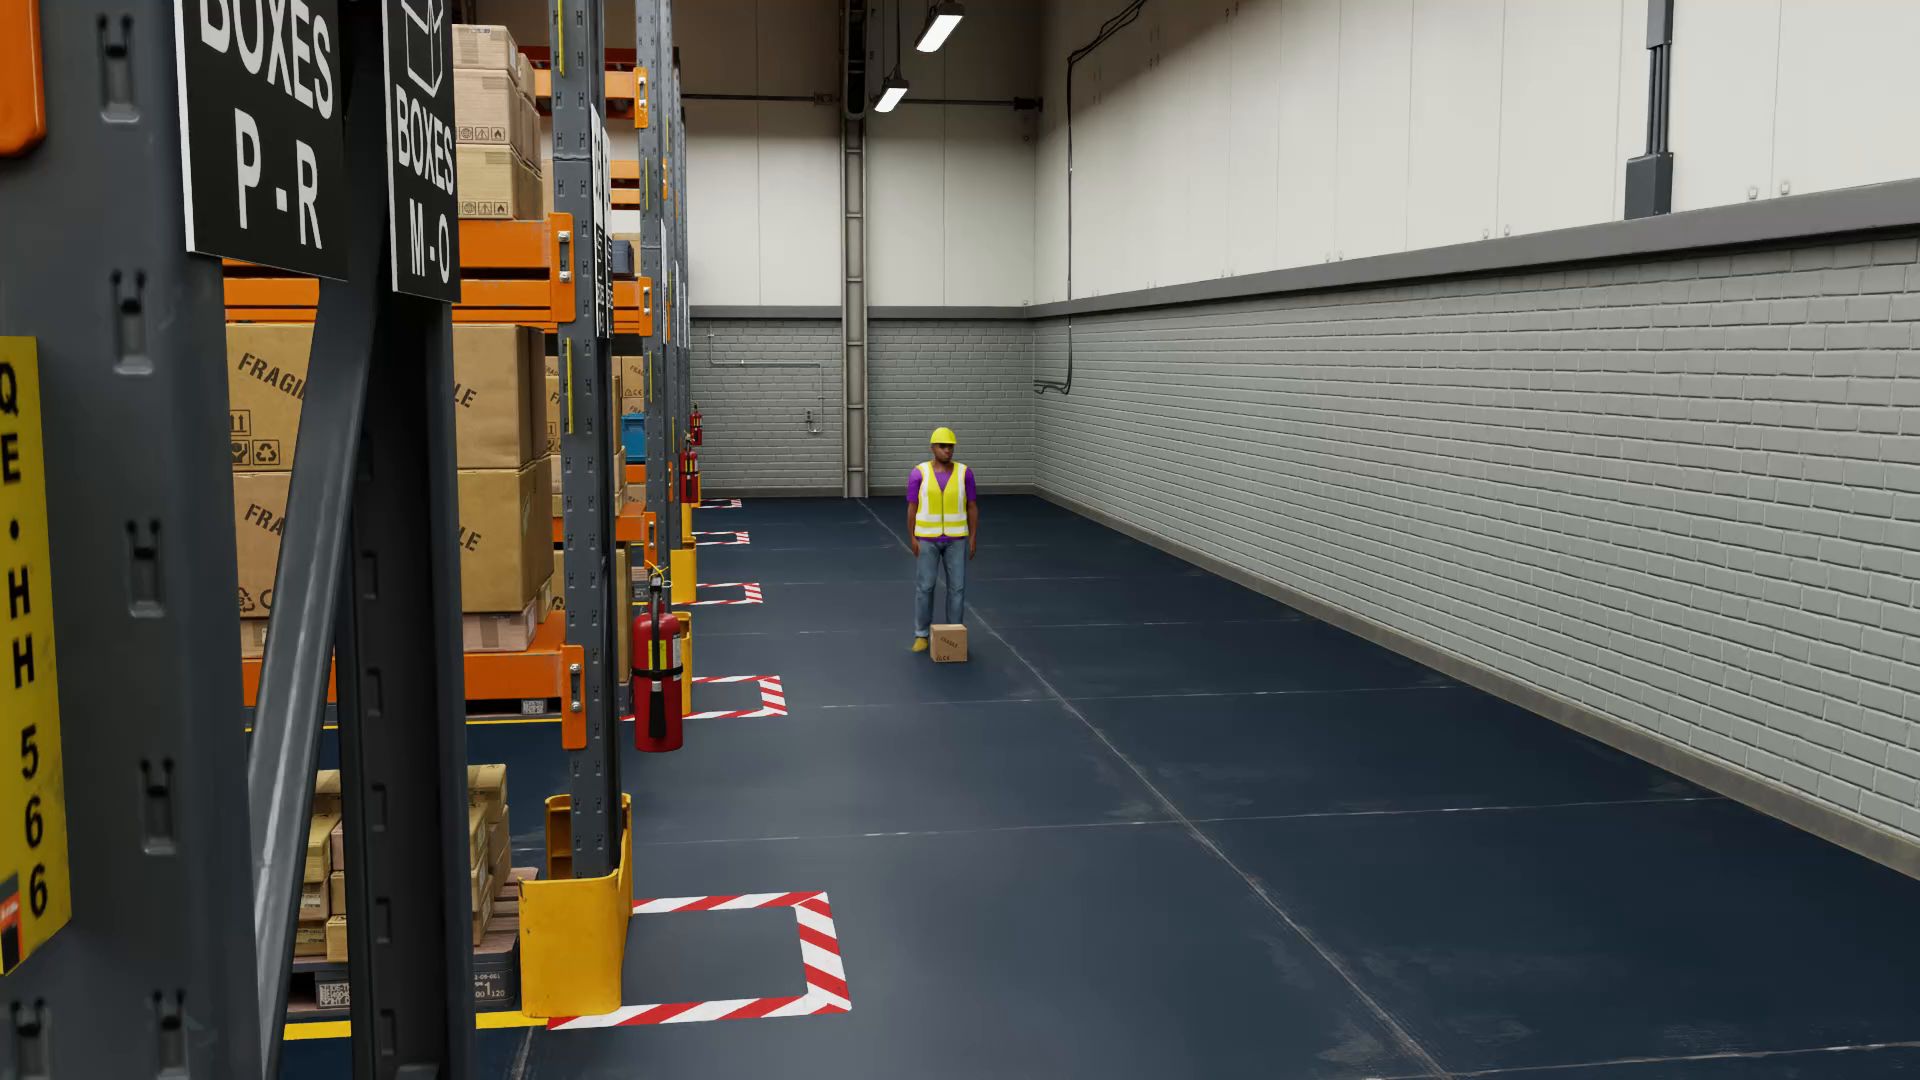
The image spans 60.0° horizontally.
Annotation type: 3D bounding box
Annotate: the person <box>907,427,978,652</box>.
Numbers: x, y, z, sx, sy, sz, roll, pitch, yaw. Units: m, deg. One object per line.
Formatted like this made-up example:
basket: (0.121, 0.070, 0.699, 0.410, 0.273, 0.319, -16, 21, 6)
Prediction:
person: (-0.134, 0.005, 13.211, 0.564, 1.791, 0.361, -1, 6, -7)
